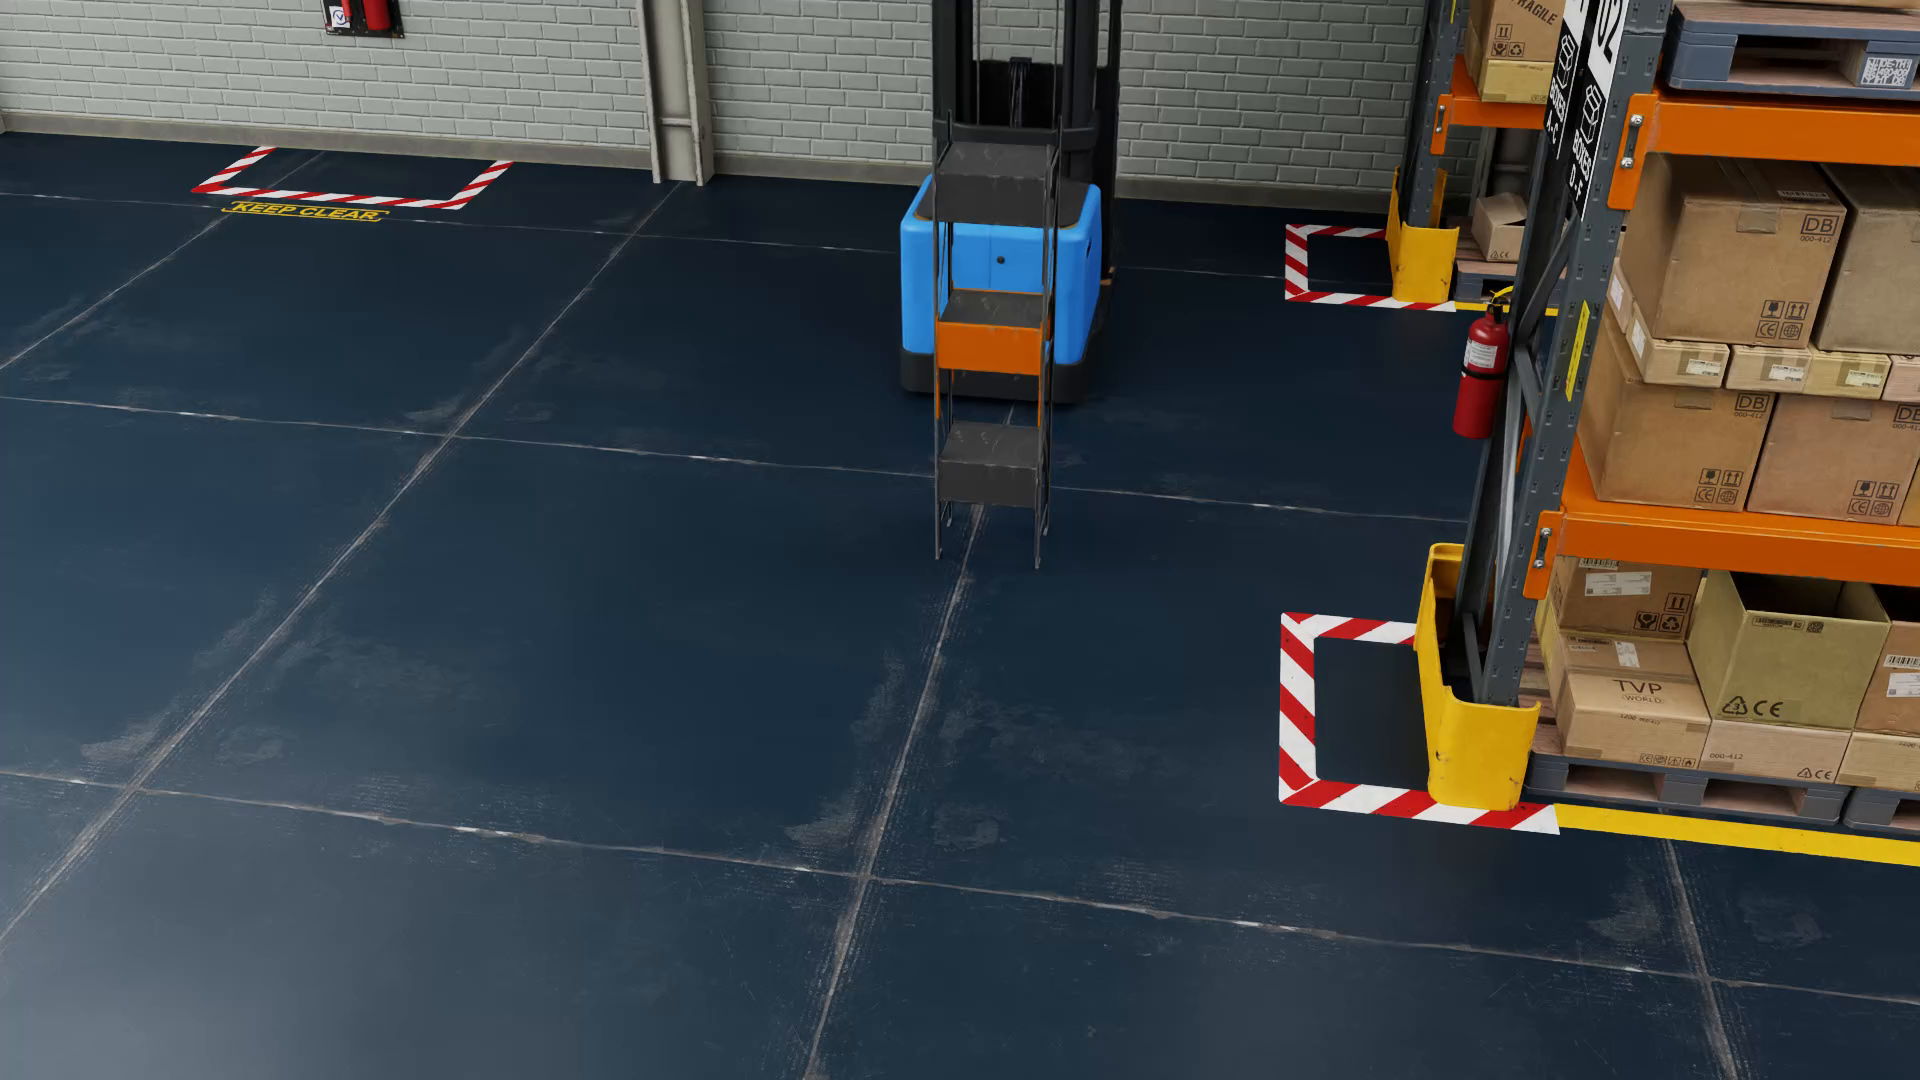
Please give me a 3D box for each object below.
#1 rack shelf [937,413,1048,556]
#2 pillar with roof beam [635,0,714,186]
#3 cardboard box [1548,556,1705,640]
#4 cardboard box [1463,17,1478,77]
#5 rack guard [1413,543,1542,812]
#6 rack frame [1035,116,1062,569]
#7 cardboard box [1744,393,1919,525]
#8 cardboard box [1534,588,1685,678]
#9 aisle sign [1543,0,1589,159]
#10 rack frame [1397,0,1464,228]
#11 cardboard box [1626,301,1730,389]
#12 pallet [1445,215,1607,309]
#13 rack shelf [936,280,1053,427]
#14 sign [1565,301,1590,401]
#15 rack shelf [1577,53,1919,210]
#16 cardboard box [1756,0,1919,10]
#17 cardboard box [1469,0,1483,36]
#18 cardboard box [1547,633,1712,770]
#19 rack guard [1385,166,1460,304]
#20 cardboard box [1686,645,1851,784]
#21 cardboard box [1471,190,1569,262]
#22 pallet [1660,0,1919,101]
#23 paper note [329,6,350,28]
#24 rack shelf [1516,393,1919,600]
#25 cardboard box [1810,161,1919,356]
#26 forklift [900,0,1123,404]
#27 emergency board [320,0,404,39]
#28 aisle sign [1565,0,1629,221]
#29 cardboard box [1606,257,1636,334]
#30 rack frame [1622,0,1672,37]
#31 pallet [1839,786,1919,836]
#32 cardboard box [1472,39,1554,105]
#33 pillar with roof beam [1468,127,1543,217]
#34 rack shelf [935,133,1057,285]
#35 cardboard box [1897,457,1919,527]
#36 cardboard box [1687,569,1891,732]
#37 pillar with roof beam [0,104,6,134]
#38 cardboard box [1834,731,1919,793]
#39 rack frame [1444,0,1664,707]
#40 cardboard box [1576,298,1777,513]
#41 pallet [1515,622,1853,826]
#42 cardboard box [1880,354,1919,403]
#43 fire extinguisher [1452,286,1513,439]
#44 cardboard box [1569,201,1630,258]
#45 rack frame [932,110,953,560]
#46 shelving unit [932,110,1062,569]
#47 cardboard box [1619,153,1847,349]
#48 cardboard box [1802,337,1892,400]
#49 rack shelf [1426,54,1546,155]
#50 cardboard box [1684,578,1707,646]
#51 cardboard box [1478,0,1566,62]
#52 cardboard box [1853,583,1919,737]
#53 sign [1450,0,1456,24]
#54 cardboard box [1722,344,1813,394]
[{"bbox_3d":[0.163,-0.270,8.048,0.480,0.518,0.431,5,32,8],"label":"rack shelf"},{"bbox_3d":[-2.821,-4.325,6.678,0.400,9.000,9.100,5,32,8],"label":"pillar with roof beam"},{"bbox_3d":[2.732,0.045,6.840,0.500,0.500,0.500,5,32,8],"label":"cardboard box"},{"bbox_3d":[3.476,-3.113,10.518,0.500,0.250,0.500,6,32,9],"label":"cardboard box"},{"bbox_3d":[2.129,0.541,6.915,0.348,0.500,1.175,5,32,8],"label":"rack guard"},{"bbox_3d":[0.404,-0.853,7.634,0.015,2.100,0.400,5,32,8],"label":"rack frame"},{"bbox_3d":[3.129,-0.467,6.074,0.500,0.500,0.700,6,33,9],"label":"cardboard box"},{"bbox_3d":[2.731,0.364,7.037,0.500,0.250,0.500,5,32,8],"label":"cardboard box"},{"bbox_3d":[2.137,-1.778,5.814,0.004,0.787,0.394,5,32,8],"label":"aisle sign"},{"bbox_3d":[2.983,-3.108,10.388,0.127,3.000,1.000,5,32,8],"label":"rack frame"},{"bbox_3d":[2.503,-0.687,5.814,0.250,0.149,0.380,5,32,8],"label":"cardboard box"},{"bbox_3d":[3.852,-1.828,10.972,1.213,0.211,1.003,5,32,8],"label":"pallet"},{"bbox_3d":[0.163,-0.864,7.677,0.480,0.518,0.431,5,32,8],"label":"rack shelf"},{"bbox_3d":[2.054,-0.628,5.535,0.005,0.325,0.100,5,32,8],"label":"sign"},{"bbox_3d":[4.124,-1.305,5.358,4.000,0.370,1.077,5,32,8],"label":"rack shelf"},{"bbox_3d":[2.719,-2.016,5.191,0.637,0.503,0.797,7,33,12],"label":"cardboard box"},{"bbox_3d":[3.483,-3.440,10.334,0.500,0.500,0.500,5,32,8],"label":"cardboard box"},{"bbox_3d":[2.644,0.635,6.604,0.500,0.250,0.500,5,32,8],"label":"cardboard box"},{"bbox_3d":[3.057,-2.042,11.041,0.348,0.500,1.175,5,32,8],"label":"rack guard"},{"bbox_3d":[3.138,0.678,6.536,0.500,0.250,0.500,5,32,8],"label":"cardboard box"},{"bbox_3d":[3.649,-2.046,10.811,0.500,0.311,0.500,2,32,3],"label":"cardboard box"},{"bbox_3d":[2.845,-1.674,5.354,1.213,0.211,1.003,5,32,8],"label":"pallet"},{"bbox_3d":[-4.689,-3.953,12.568,0.142,0.148,0.016,5,32,8],"label":"paper note"},{"bbox_3d":[4.124,-0.033,6.154,4.000,0.370,1.077,5,32,8],"label":"rack shelf"},{"bbox_3d":[3.182,-1.012,5.723,0.500,0.500,0.700,4,32,7],"label":"cardboard box"},{"bbox_3d":[0.424,-2.776,9.923,1.130,2.935,3.031,5,32,8],"label":"forklift"},{"bbox_3d":[-4.526,-4.274,12.251,0.643,1.169,0.194,5,32,8],"label":"emergency board"},{"bbox_3d":[2.037,-1.465,5.312,0.004,0.787,0.394,5,32,8],"label":"aisle sign"},{"bbox_3d":[2.562,-0.900,6.155,0.250,0.149,0.380,5,32,7],"label":"cardboard box"},{"bbox_3d":[2.153,-3.060,4.657,0.127,3.000,1.000,5,32,8],"label":"rack frame"},{"bbox_3d":[4.113,0.822,6.738,1.213,0.211,1.003,5,32,8],"label":"pallet"},{"bbox_3d":[3.410,-2.843,10.088,0.500,0.250,0.500,4,32,7],"label":"cardboard box"},{"bbox_3d":[3.094,-3.789,5.822,0.400,9.000,9.100,5,32,8],"label":"pillar with roof beam"},{"bbox_3d":[0.163,-1.457,7.305,0.480,0.518,0.431,5,32,8],"label":"rack shelf"},{"bbox_3d":[3.618,-0.419,5.998,0.500,0.500,0.700,5,32,9],"label":"cardboard box"},{"bbox_3d":[3.137,0.361,6.336,0.500,0.500,0.500,5,32,8],"label":"cardboard box"},{"bbox_3d":[-8.735,-4.861,7.534,0.400,9.000,9.100,5,32,8],"label":"pillar with roof beam"},{"bbox_3d":[3.630,0.722,6.465,0.500,0.250,0.500,5,32,8],"label":"cardboard box"},{"bbox_3d":[2.153,-0.517,6.249,0.127,3.000,1.000,5,32,8],"label":"rack frame"},{"bbox_3d":[2.611,-0.511,6.145,0.500,0.500,0.700,5,32,8],"label":"cardboard box"},{"bbox_3d":[2.914,0.711,6.914,1.213,0.211,1.003,5,32,8],"label":"pallet"},{"bbox_3d":[3.258,-0.618,5.704,0.250,0.149,0.380,5,32,7],"label":"cardboard box"},{"bbox_3d":[2.114,-0.738,6.674,0.183,0.674,0.296,5,32,8],"label":"fire extinguisher"},{"bbox_3d":[4.211,-1.995,10.730,0.500,0.311,0.500,8,33,12],"label":"cardboard box"},{"bbox_3d":[-0.077,-0.897,7.704,0.015,2.100,0.400,5,32,8],"label":"rack frame"},{"bbox_3d":[0.163,-0.875,7.669,0.503,2.100,0.431,5,32,8],"label":"shelving unit"},{"bbox_3d":[2.663,-1.056,5.793,0.500,0.500,0.700,5,32,8],"label":"cardboard box"},{"bbox_3d":[3.010,-0.641,5.742,0.250,0.149,0.380,5,32,8],"label":"cardboard box"},{"bbox_3d":[4.954,-2.625,10.294,4.000,0.370,1.077,5,32,8],"label":"rack shelf"},{"bbox_3d":[3.226,0.402,6.976,0.500,0.250,0.500,5,32,8],"label":"cardboard box"},{"bbox_3d":[3.403,-3.171,9.905,0.500,0.500,0.500,5,32,8],"label":"cardboard box"},{"bbox_3d":[3.632,0.398,6.275,0.500,0.500,0.500,5,32,8],"label":"cardboard box"},{"bbox_3d":[2.891,-3.191,9.705,0.005,0.325,0.100,5,32,8],"label":"sign"},{"bbox_3d":[2.764,-0.664,5.779,0.250,0.149,0.380,4,32,7],"label":"cardboard box"}]
